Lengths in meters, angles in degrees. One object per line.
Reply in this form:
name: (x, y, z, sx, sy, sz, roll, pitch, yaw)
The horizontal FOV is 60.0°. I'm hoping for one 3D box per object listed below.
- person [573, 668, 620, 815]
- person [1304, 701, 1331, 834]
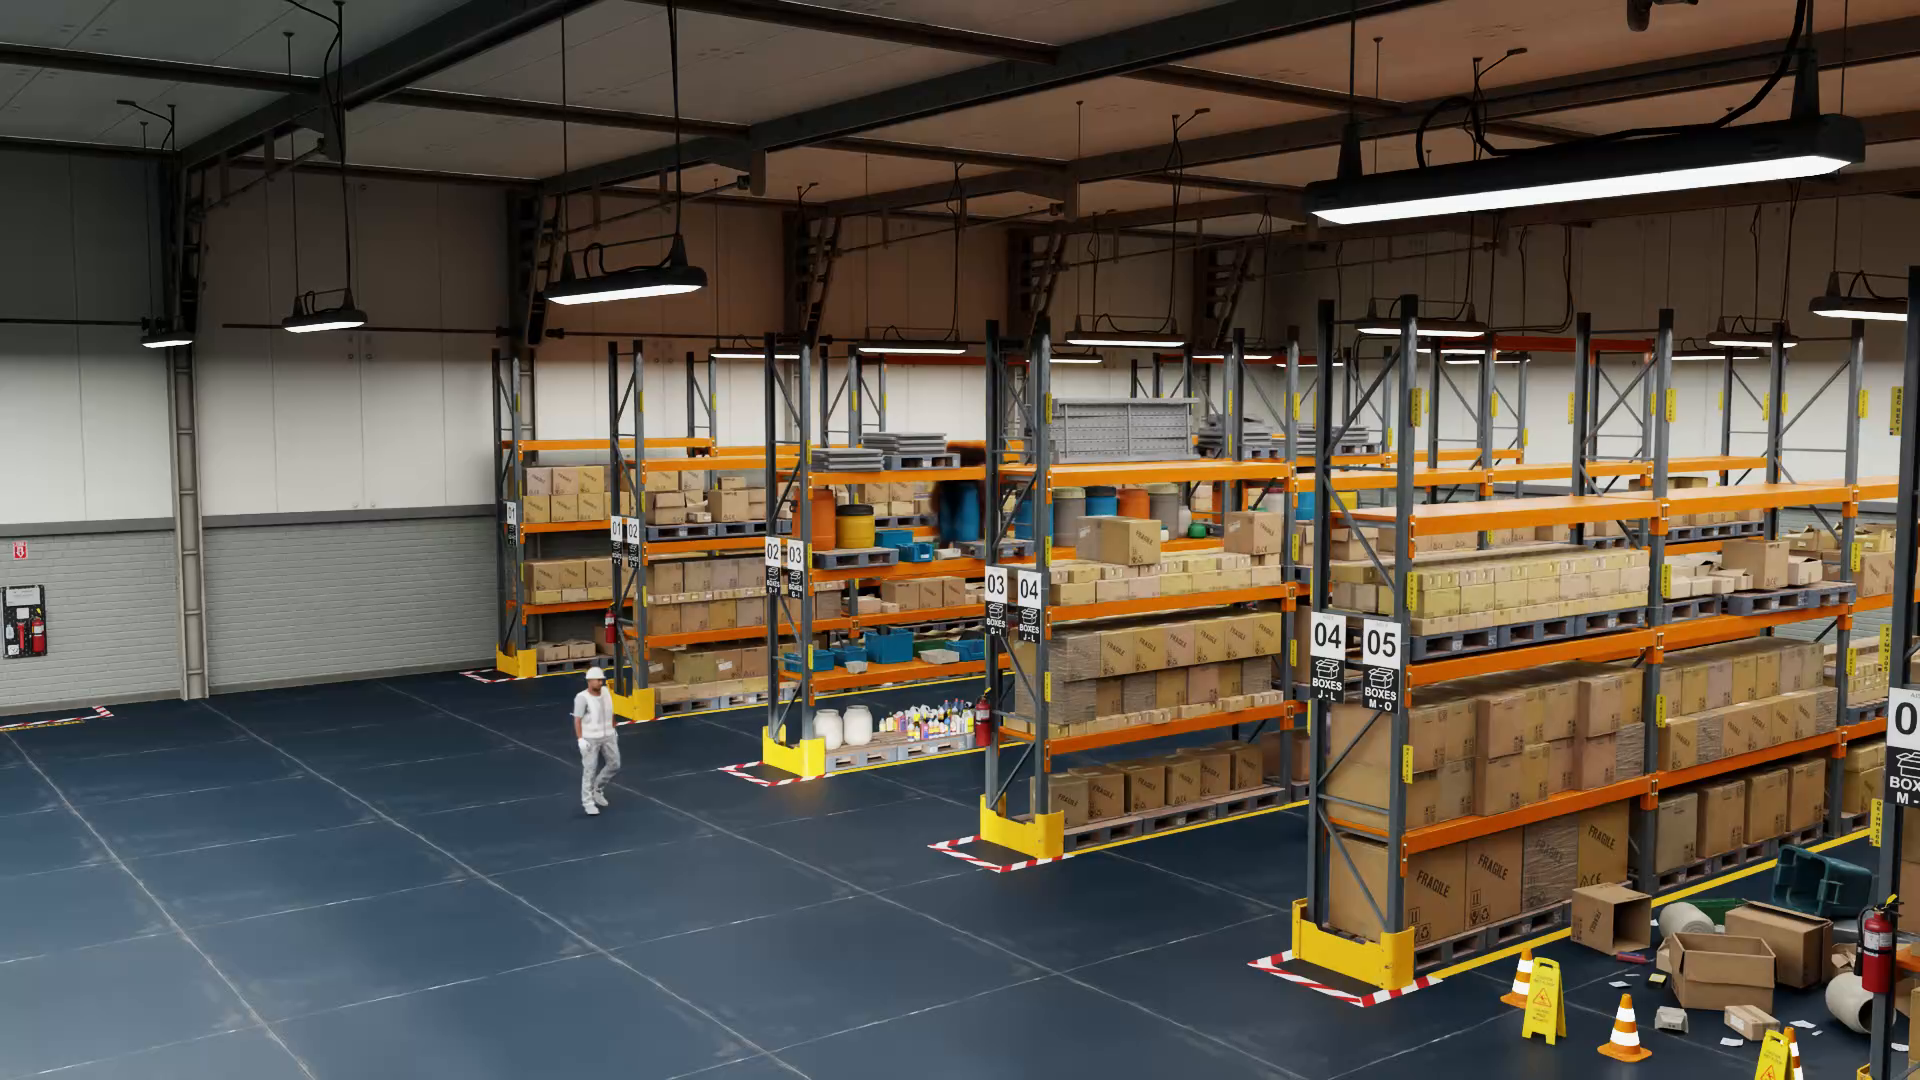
person: (-4.515, 2.470, 20.602, 0.514, 1.795, 0.720, 4, 7, 41)
person: (4.277, 2.745, 19.633, 0.357, 1.494, 0.622, 2, 5, 21)
